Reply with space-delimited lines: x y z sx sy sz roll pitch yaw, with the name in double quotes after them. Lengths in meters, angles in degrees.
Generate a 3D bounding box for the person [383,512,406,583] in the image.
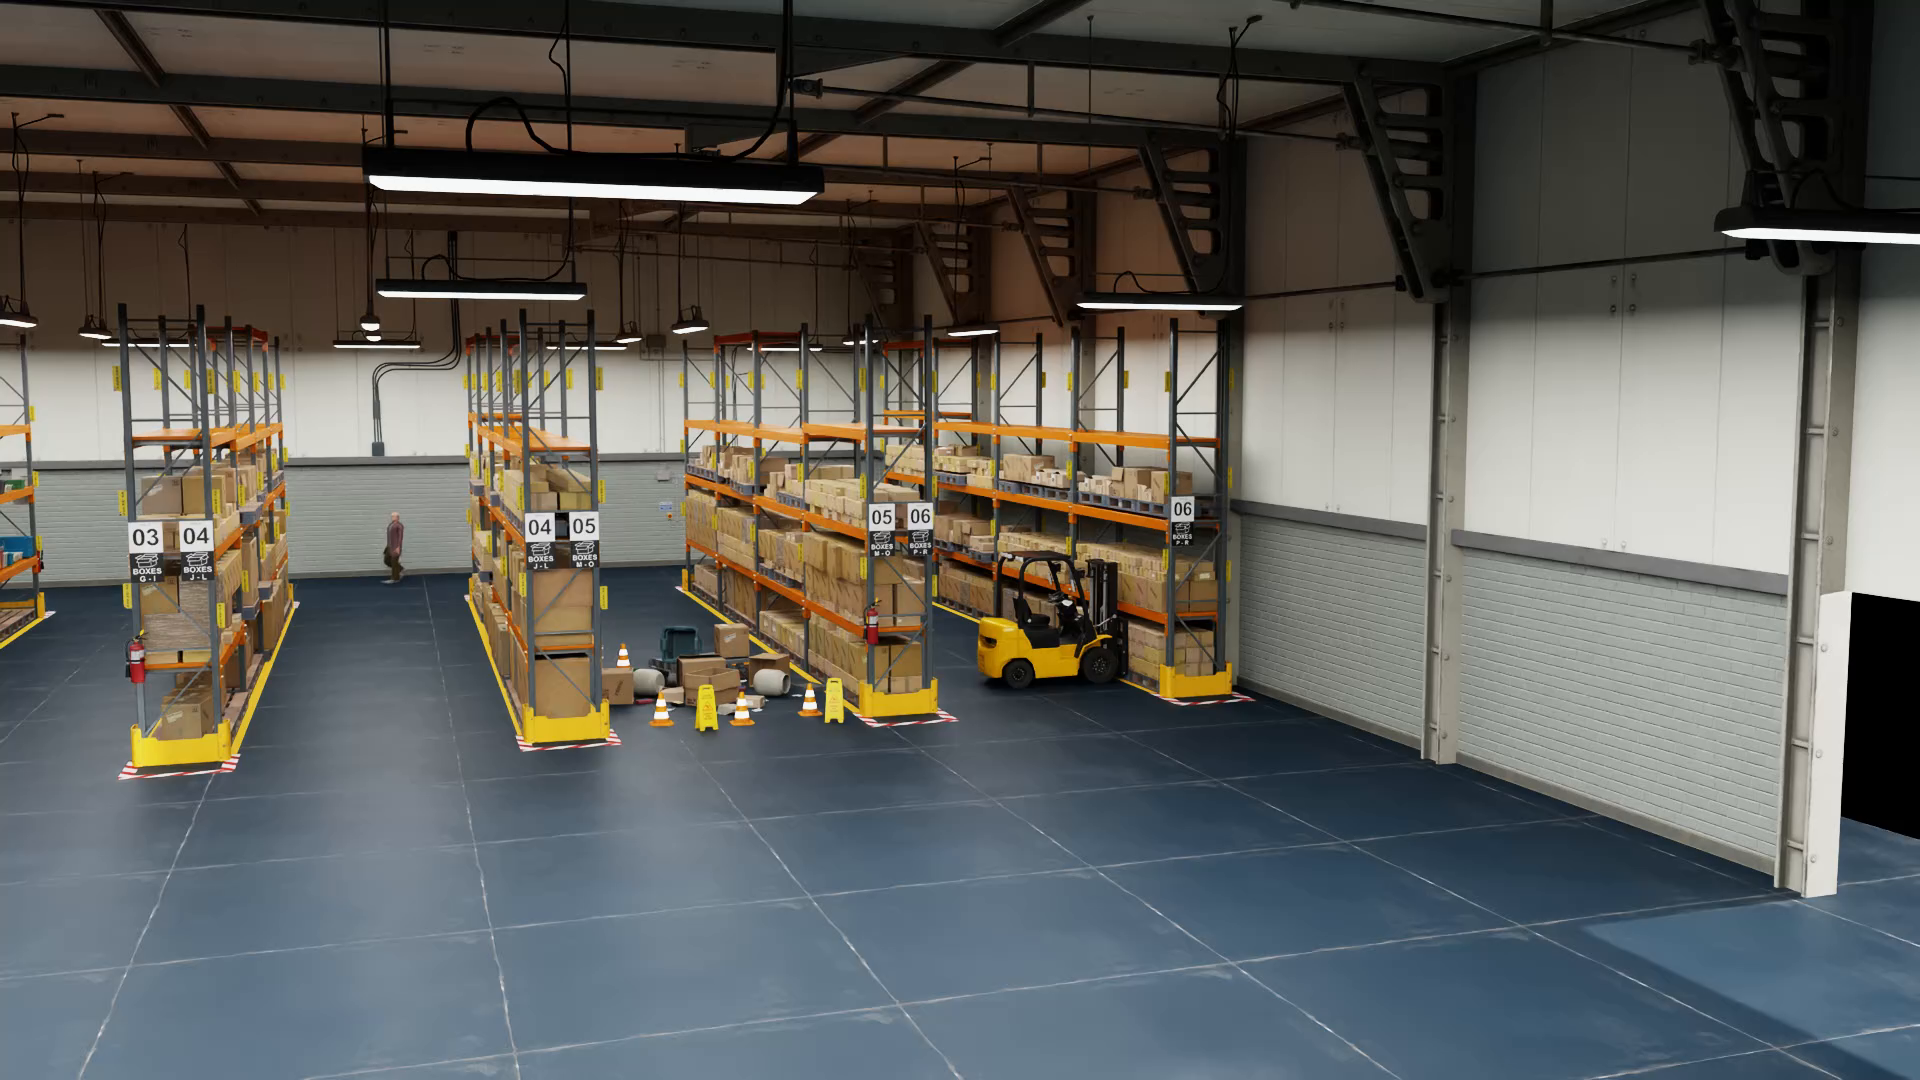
-14.071 0.179 41.432 0.588 1.769 0.653 4 7 38 "person"
